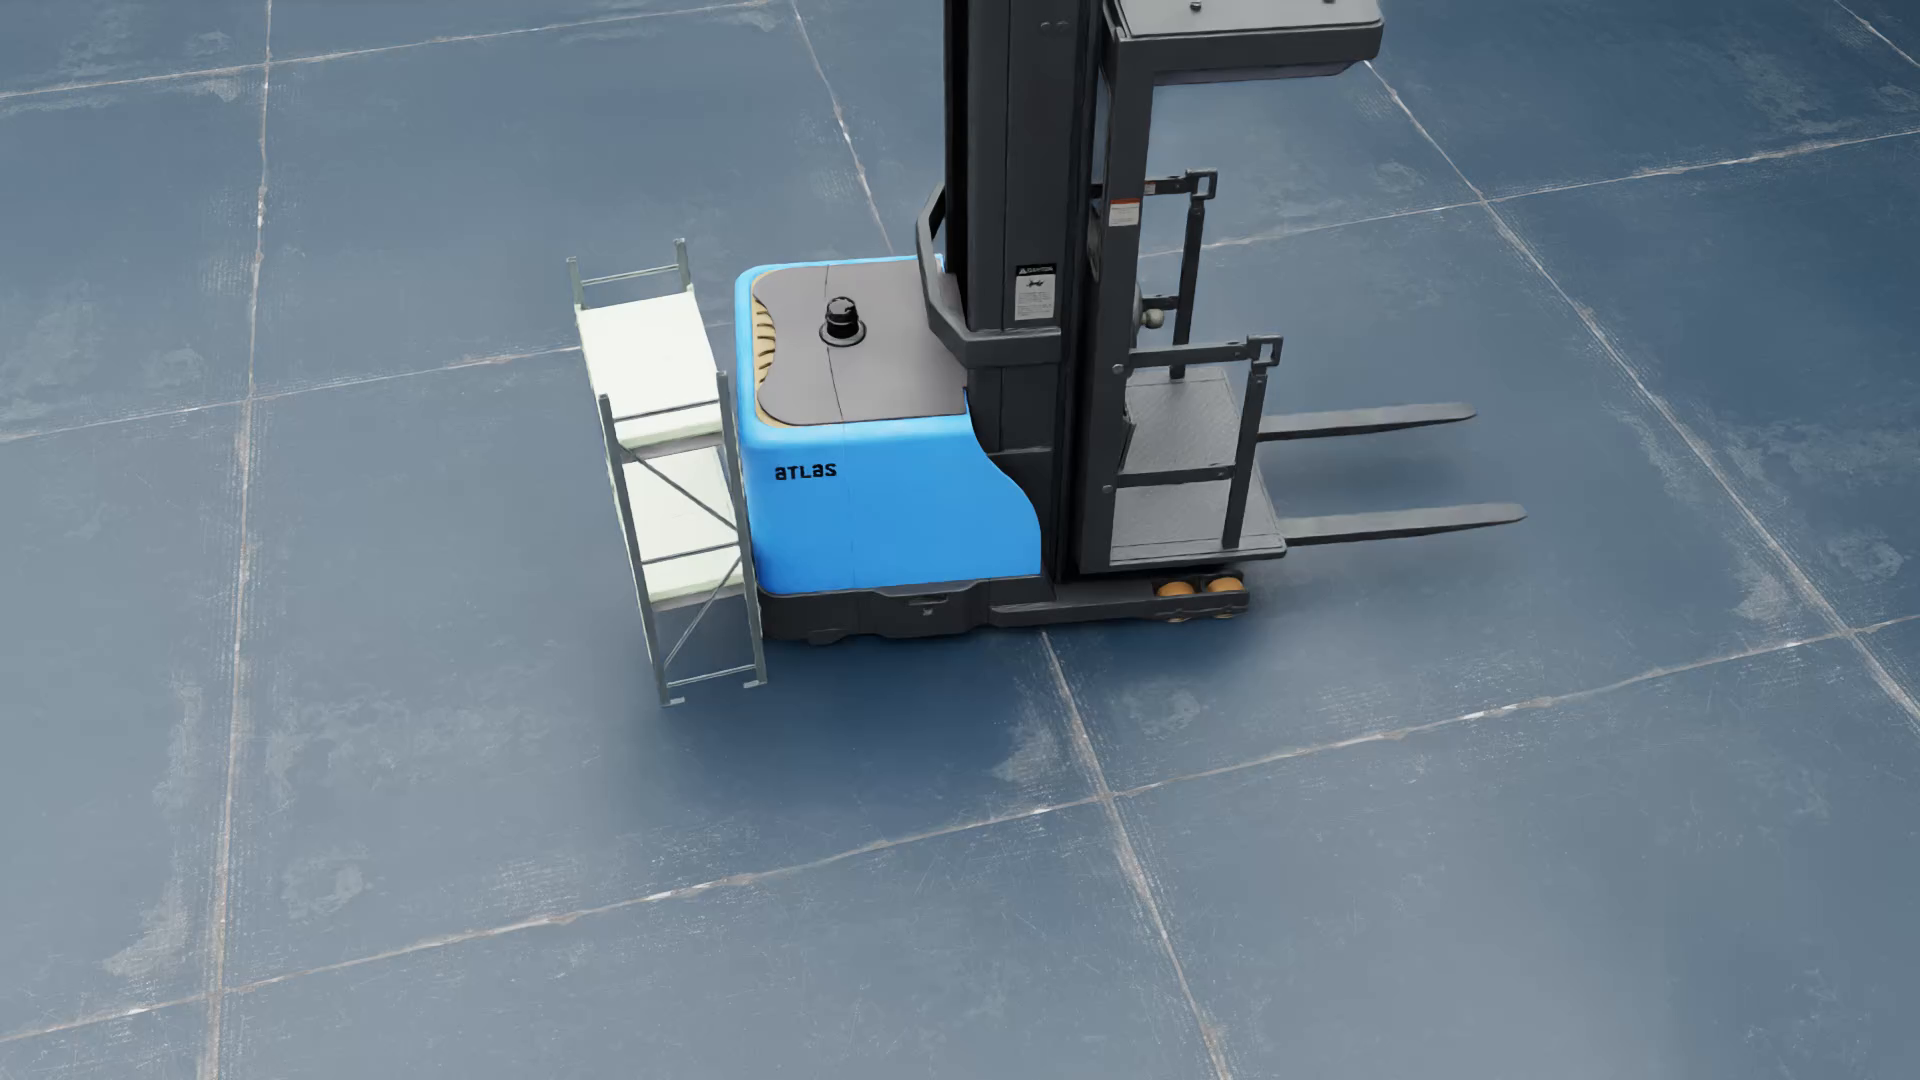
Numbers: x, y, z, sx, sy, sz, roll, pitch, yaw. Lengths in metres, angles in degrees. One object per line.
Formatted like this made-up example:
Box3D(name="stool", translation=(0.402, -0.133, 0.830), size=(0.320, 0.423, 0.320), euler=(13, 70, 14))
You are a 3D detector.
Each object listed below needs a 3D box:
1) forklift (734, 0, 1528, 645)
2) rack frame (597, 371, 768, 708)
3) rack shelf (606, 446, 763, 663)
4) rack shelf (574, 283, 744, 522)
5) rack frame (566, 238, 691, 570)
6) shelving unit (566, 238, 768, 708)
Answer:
Box3D(name="forklift", translation=(0.692, -1.081, 5.757), size=(3.031, 2.935, 1.130), euler=(-5, 46, -4))
Box3D(name="rack frame", translation=(-0.915, 0.047, 5.653), size=(0.400, 1.500, 0.023), euler=(-12, 47, -12))
Box3D(name="rack shelf", translation=(-1.020, 0.025, 6.131), size=(0.431, 0.370, 0.720), euler=(-12, 47, -12))
Box3D(name="rack shelf", translation=(-1.021, -0.476, 5.620), size=(0.431, 0.370, 0.720), euler=(-12, 47, -12))
Box3D(name="rack frame", translation=(-1.126, -0.453, 6.144), size=(0.400, 1.500, 0.023), euler=(-12, 47, -12))
Box3D(name="shelving unit", translation=(-1.020, -0.203, 5.899), size=(0.431, 1.500, 0.755), euler=(-12, 47, -12))
